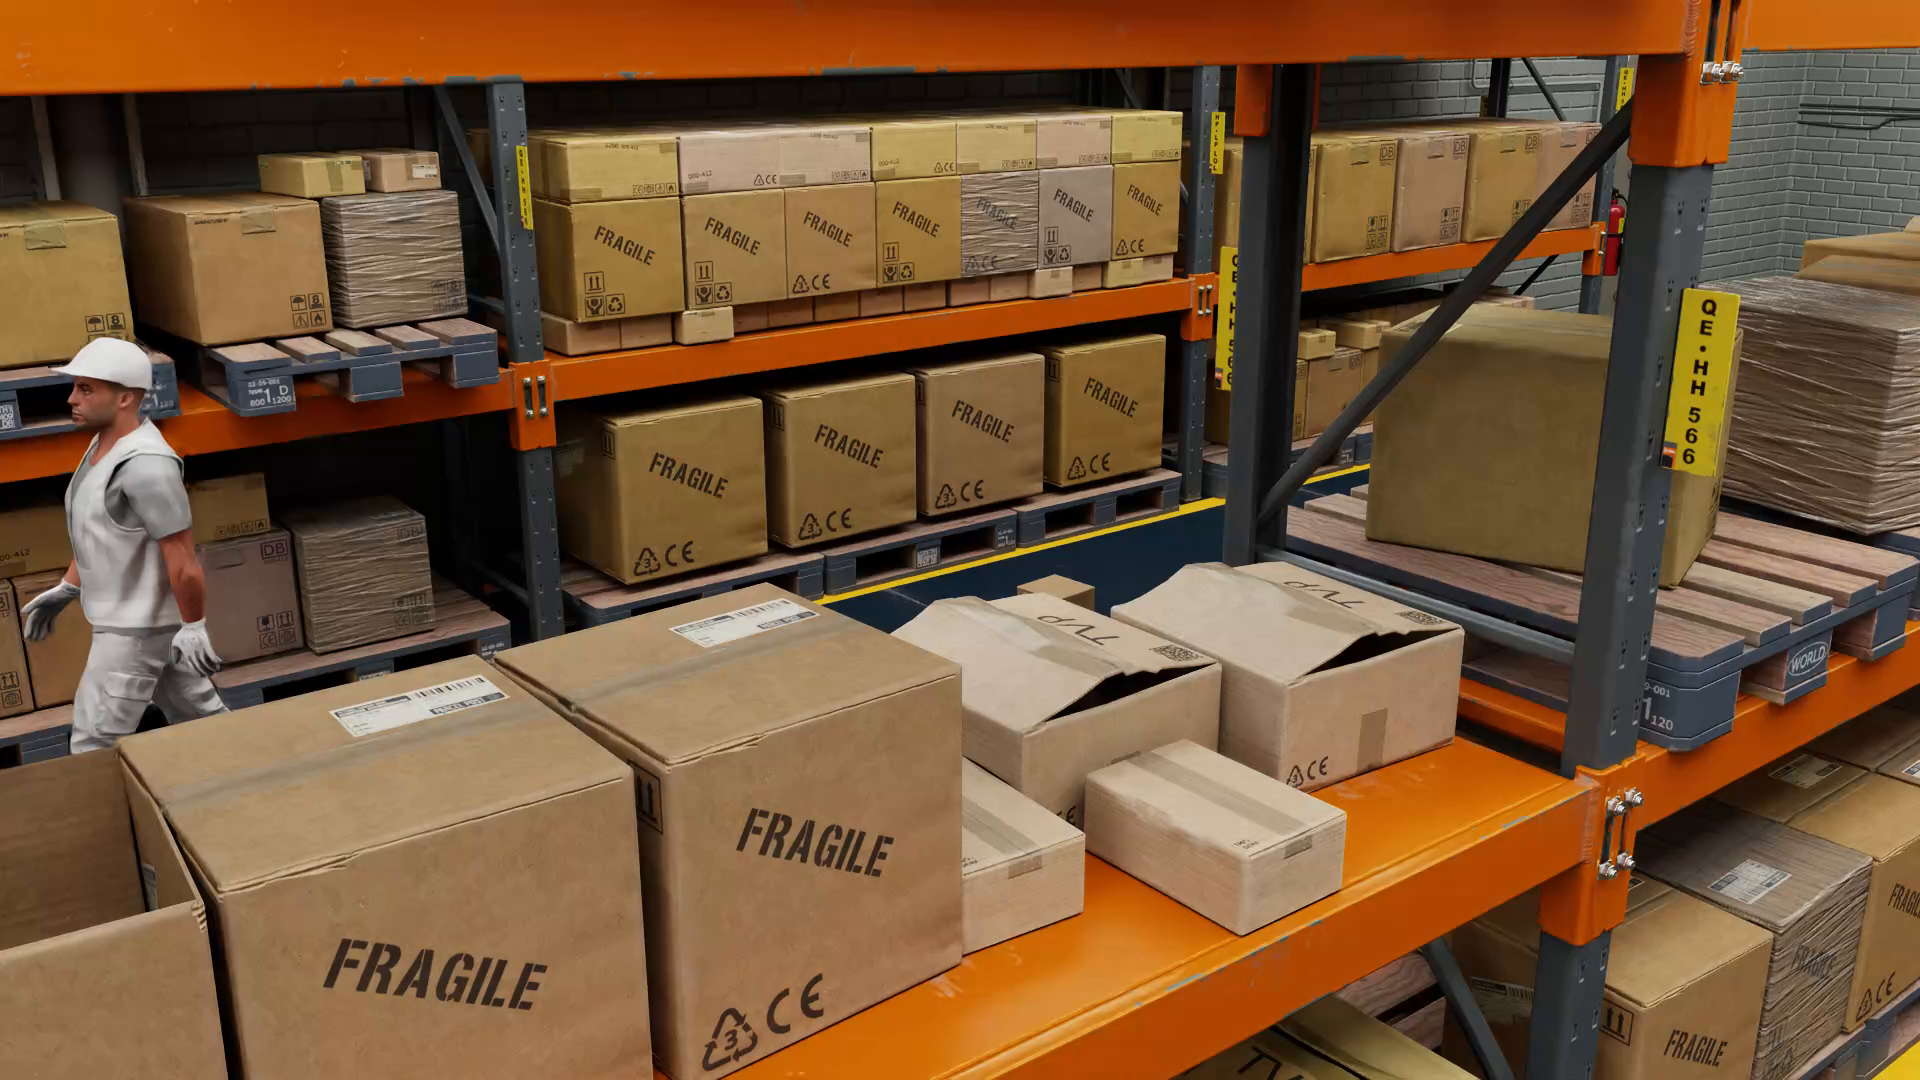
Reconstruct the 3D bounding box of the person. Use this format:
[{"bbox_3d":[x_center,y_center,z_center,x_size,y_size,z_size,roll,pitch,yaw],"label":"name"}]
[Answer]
[{"bbox_3d":[-2.684,0.246,5.171,0.962,1.738,0.539,-11,21,-31],"label":"person"}]
